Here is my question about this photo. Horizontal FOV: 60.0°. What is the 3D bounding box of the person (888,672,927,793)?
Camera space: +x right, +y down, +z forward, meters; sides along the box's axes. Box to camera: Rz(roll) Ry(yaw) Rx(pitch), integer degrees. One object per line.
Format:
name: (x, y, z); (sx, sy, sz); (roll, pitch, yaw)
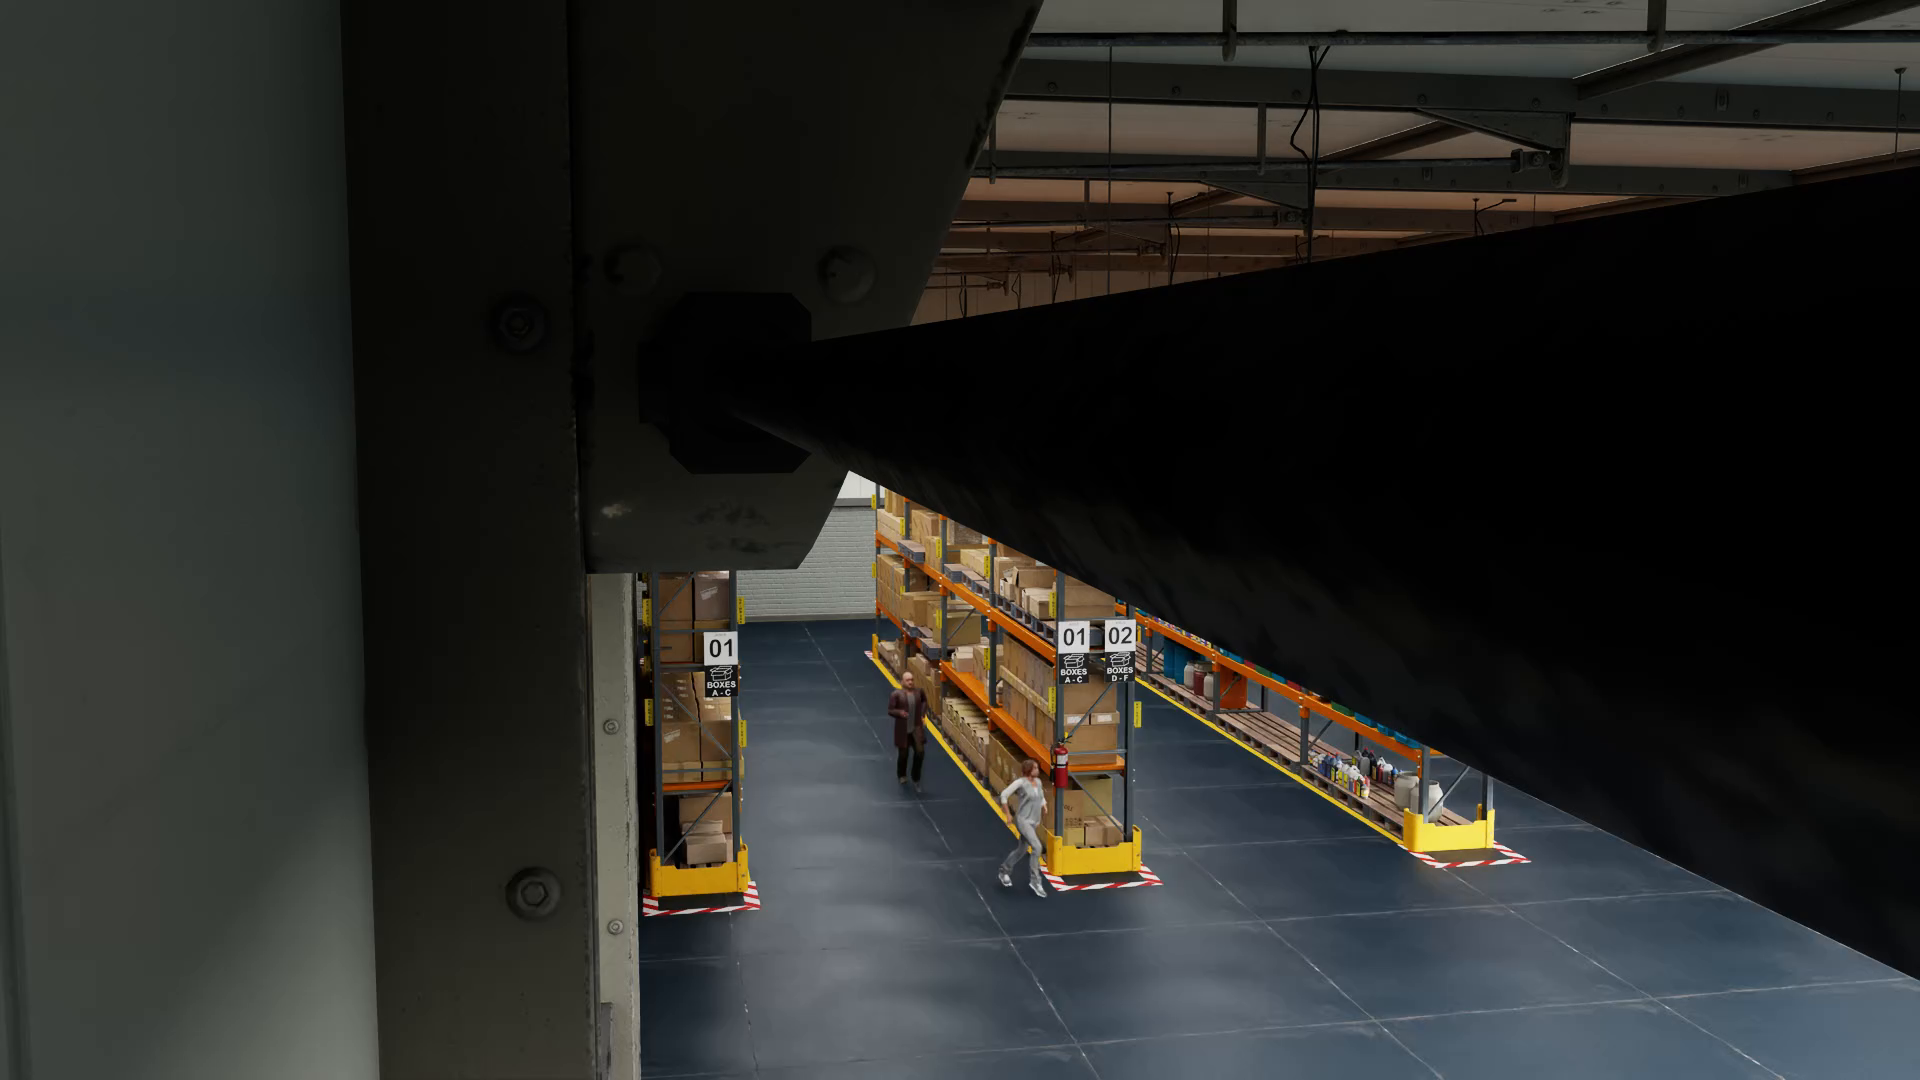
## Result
person: (-0.765, 2.911, 25.018); (0.654, 1.779, 0.853); (-1, 6, -13)

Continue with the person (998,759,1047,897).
person: (0.843, 3.461, 20.224); (0.756, 1.585, 0.538); (5, 8, 39)
